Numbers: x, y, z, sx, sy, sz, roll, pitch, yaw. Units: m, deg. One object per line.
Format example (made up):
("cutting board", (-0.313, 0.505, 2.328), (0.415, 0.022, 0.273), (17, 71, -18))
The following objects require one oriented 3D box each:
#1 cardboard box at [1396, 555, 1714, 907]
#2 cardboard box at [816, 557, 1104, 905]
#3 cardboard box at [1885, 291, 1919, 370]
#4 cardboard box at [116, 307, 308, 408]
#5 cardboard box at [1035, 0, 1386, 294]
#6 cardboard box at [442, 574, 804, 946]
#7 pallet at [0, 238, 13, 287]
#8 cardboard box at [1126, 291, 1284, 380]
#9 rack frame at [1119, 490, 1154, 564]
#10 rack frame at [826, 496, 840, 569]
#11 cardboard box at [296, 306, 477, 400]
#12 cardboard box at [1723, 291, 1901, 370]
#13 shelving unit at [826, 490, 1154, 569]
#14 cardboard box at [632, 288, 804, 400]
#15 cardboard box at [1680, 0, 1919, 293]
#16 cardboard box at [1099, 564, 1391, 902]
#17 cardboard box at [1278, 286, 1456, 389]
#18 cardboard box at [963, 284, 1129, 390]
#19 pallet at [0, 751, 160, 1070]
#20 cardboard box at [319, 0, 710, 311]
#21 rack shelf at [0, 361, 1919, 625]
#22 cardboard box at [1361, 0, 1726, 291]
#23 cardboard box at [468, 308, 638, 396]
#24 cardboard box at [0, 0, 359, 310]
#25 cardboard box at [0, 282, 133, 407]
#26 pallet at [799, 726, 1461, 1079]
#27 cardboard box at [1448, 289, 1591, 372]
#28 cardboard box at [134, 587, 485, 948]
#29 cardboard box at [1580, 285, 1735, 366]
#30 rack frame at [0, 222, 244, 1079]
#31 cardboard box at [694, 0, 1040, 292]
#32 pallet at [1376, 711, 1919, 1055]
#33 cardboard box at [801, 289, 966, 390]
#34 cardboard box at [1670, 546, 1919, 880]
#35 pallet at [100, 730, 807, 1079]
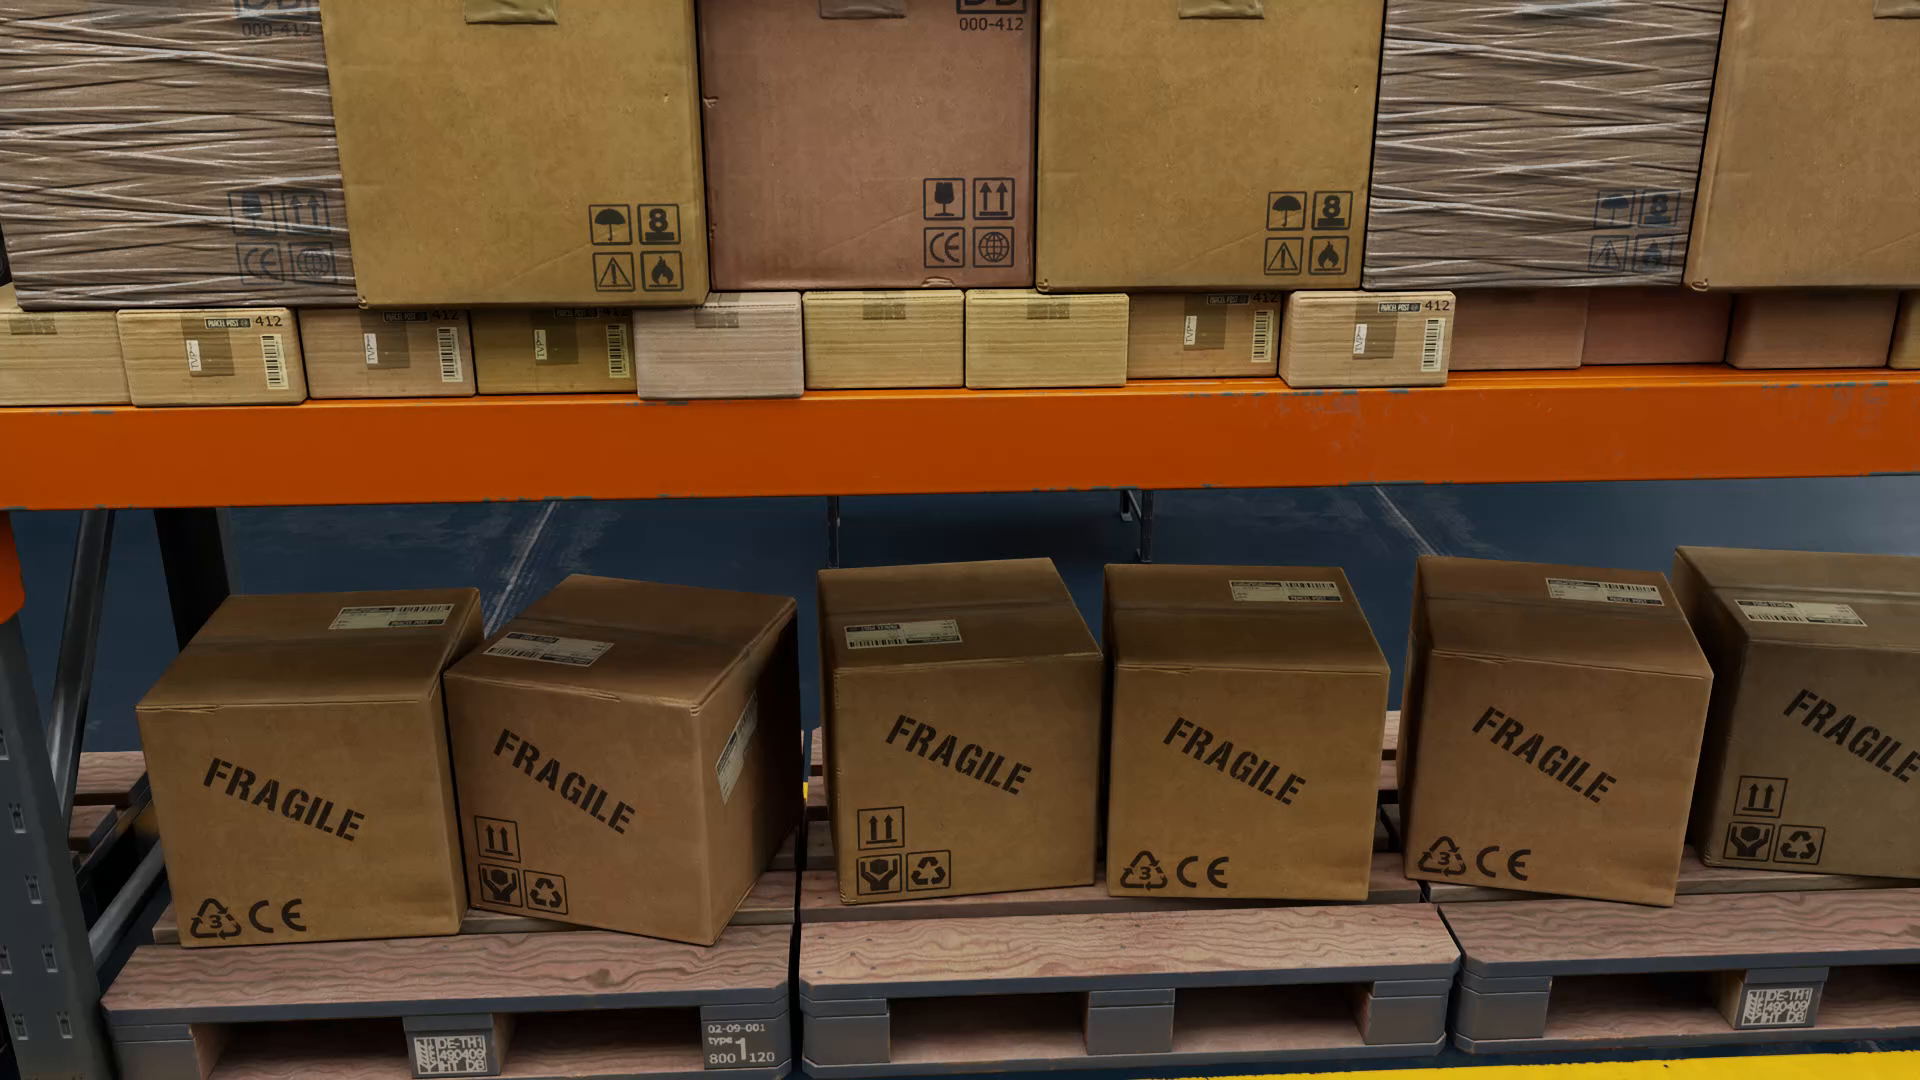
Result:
("cardboard box", (1.169, 0.367, 3.364), (0.500, 0.500, 0.500), (4, 21, 11))
("cardboard box", (-0.017, 0.369, 3.360), (0.500, 0.500, 0.500), (-3, 21, -8))
("cardboard box", (1.619, -0.411, 2.838), (0.250, 0.149, 0.380), (-1, 21, -3))
("cardboard box", (-1.123, -0.335, 2.638), (0.250, 0.149, 0.380), (-1, 21, -3))
("cardboard box", (0.344, -0.766, 2.860), (0.500, 0.500, 0.875), (-1, 21, -3))
("cardboard box", (-0.632, 0.409, 3.253), (0.500, 0.500, 0.500), (5, 22, 14))
("pallet", (-2.376, -0.501, 2.991), (1.213, 0.211, 1.003), (-1, 21, -3))
("cardboard box", (0.370, -0.391, 2.785), (0.250, 0.149, 0.380), (-1, 21, -3))
("rack frame", (0.593, -0.713, 5.386), (0.032, 1.500, 0.500), (-1, 21, -3))
("rack frame", (-0.422, -0.692, 5.332), (0.032, 1.500, 0.500), (-1, 21, -3))
("cardboard box", (-0.875, -0.350, 2.678), (0.250, 0.149, 0.380), (-1, 21, -3))
("cardboard box", (1.369, -0.411, 2.839), (0.250, 0.149, 0.380), (-1, 21, -3))
("shelving unit", (0.085, -0.703, 5.359), (1.048, 1.500, 0.538), (-1, 21, -3))
("cardboard box", (-0.374, -0.349, 2.675), (0.250, 0.149, 0.380), (-1, 21, -3))
("cardboard box", (1.345, -0.767, 2.862), (0.500, 0.500, 0.875), (-1, 21, -3))
("cardboard box", (0.543, 0.373, 3.348), (0.500, 0.500, 0.500), (1, 21, 2))
("cardboard box", (0.624, -0.371, 2.734), (0.250, 0.149, 0.380), (-1, 21, -3))
("cardboard box", (0.123, -0.370, 2.730), (0.250, 0.149, 0.380), (-1, 21, -3))
("pallet", (-2.382, 0.765, 3.315), (1.213, 0.211, 1.003), (-1, 21, -3))
("cardboard box", (-0.651, -0.725, 2.751), (0.500, 0.500, 0.875), (-1, 21, -3))
("rack shelf", (0.392, -0.259, 3.096), (4.000, 0.370, 1.077), (-1, 21, -3))
("cardboard box", (0.844, -0.772, 2.876), (0.500, 0.500, 0.875), (-1, 21, -3))
("cardboard box", (-0.626, -0.358, 2.700), (0.250, 0.149, 0.380), (-1, 21, -3))
("cardboard box", (-1.152, -0.727, 2.757), (0.500, 0.500, 0.875), (-1, 21, -3))
("cardboard box", (-1.373, -0.335, 2.637), (0.250, 0.149, 0.380), (-1, 21, -3))
("pallet", (0.284, 0.697, 3.495), (1.213, 0.211, 1.003), (-1, 21, -3))
("cardboard box", (0.869, -0.408, 2.830), (0.250, 0.149, 0.380), (-1, 21, -3))
("cardboard box", (-1.204, 0.424, 3.216), (0.500, 0.500, 0.500), (-2, 21, -5))
("cardboard box", (1.117, -0.421, 2.864), (0.250, 0.149, 0.380), (-1, 21, -3))
("rack frame", (-1.605, -0.554, 2.862), (0.127, 3.000, 1.000), (-1, 21, -3))
("cardboard box", (-0.158, -0.771, 2.872), (0.500, 0.500, 0.875), (-1, 21, -3))
("pallet", (1.499, 0.673, 3.557), (1.213, 0.211, 1.003), (-1, 21, -3))
("cardboard box", (-0.127, -0.369, 2.727), (0.250, 0.149, 0.380), (-1, 21, -3))
("cardboard box", (1.764, 0.343, 3.427), (0.500, 0.500, 0.500), (3, 21, 7))
("pallet", (-0.937, 0.723, 3.427), (1.213, 0.211, 1.003), (-1, 21, -3))
